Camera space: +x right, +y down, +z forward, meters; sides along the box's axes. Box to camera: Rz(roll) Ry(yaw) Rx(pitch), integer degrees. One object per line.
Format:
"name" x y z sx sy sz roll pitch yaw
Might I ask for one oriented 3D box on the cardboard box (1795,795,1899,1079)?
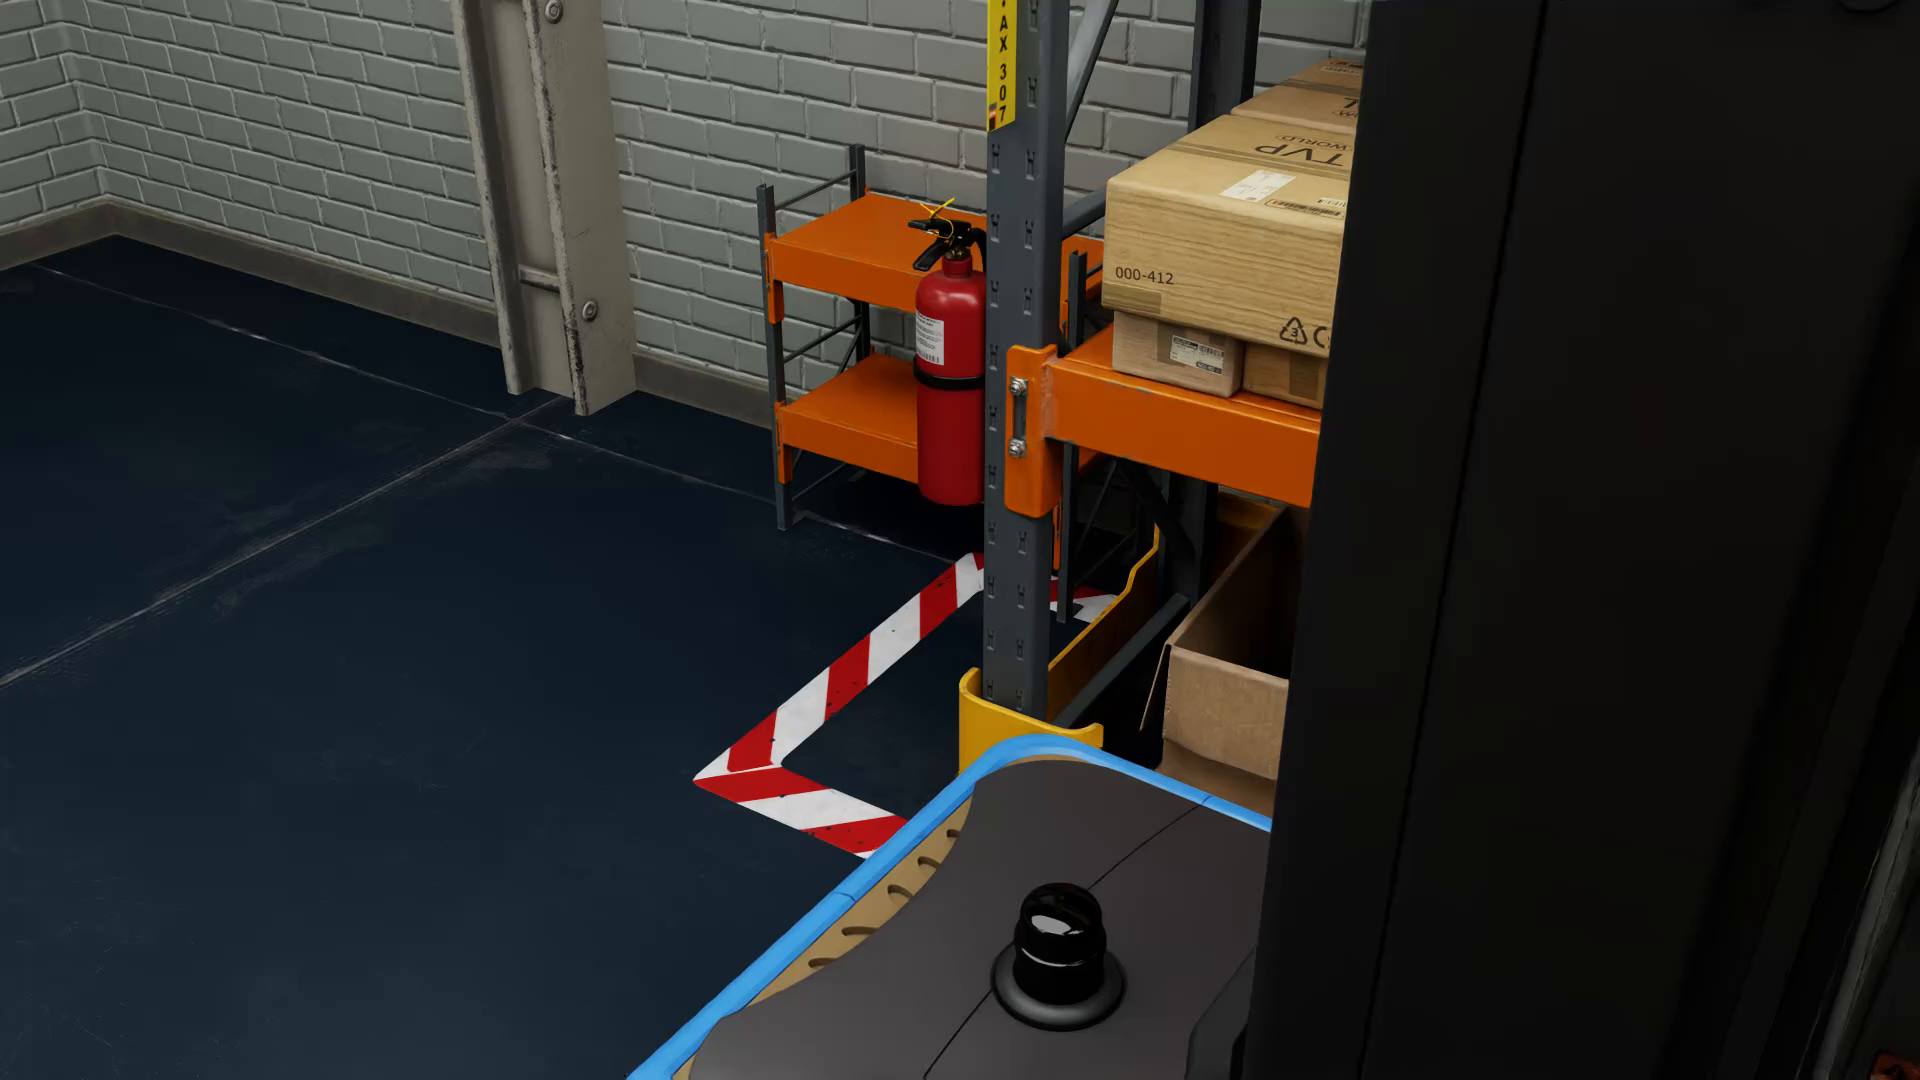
"cardboard box" 1.536 0.595 3.318 0.500 0.500 0.700 19 35 29

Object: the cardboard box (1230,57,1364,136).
"cardboard box" 0.896 -0.807 3.511 0.500 0.250 0.500 19 35 29

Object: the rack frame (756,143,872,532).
"rack frame" -0.437 -0.623 5.201 0.032 1.125 0.500 17 35 27

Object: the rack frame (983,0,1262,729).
"rack frame" 0.365 -0.754 3.565 0.127 3.000 1.000 18 35 27

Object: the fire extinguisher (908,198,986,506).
"fire extinguisher" -0.005 -0.401 3.408 0.183 0.674 0.296 18 35 27

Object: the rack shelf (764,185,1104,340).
"rack shelf" -0.006 -0.740 4.821 1.000 0.278 0.538 17 35 27

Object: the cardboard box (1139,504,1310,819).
"cardboard box" 0.832 0.348 3.738 0.637 0.503 0.797 16 34 25

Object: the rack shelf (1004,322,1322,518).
"rack shelf" 2.059 0.093 2.828 4.000 0.370 1.077 18 35 27

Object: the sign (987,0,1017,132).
"sign" 0.076 -0.896 2.950 0.005 0.325 0.100 18 35 27

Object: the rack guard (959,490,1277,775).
"rack guard" 0.429 0.347 4.160 0.348 0.500 1.175 18 35 27

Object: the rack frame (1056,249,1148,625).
"rack frame" 0.425 -0.351 4.736 0.032 1.125 0.500 17 35 27

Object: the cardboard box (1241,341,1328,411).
"cardboard box" 0.737 -0.392 3.194 0.250 0.149 0.380 18 35 29

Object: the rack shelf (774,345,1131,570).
"rack shelf" -0.006 -0.276 5.092 1.000 0.278 0.538 17 35 27

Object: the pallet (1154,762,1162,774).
"pallet" 1.105 0.685 3.867 1.213 0.211 1.003 18 35 27

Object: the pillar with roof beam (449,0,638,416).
"pillar with roof beam" -3.728 -2.614 0.801 0.400 9.000 9.100 18 35 27

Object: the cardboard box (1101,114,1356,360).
"cardboard box" 0.606 -0.581 3.122 0.500 0.250 0.500 18 35 28

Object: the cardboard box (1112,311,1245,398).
"cardboard box" 0.497 -0.440 3.277 0.250 0.149 0.380 17 34 27

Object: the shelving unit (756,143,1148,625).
"shelving unit" -0.006 -0.487 4.968 1.048 1.125 0.538 17 35 27
